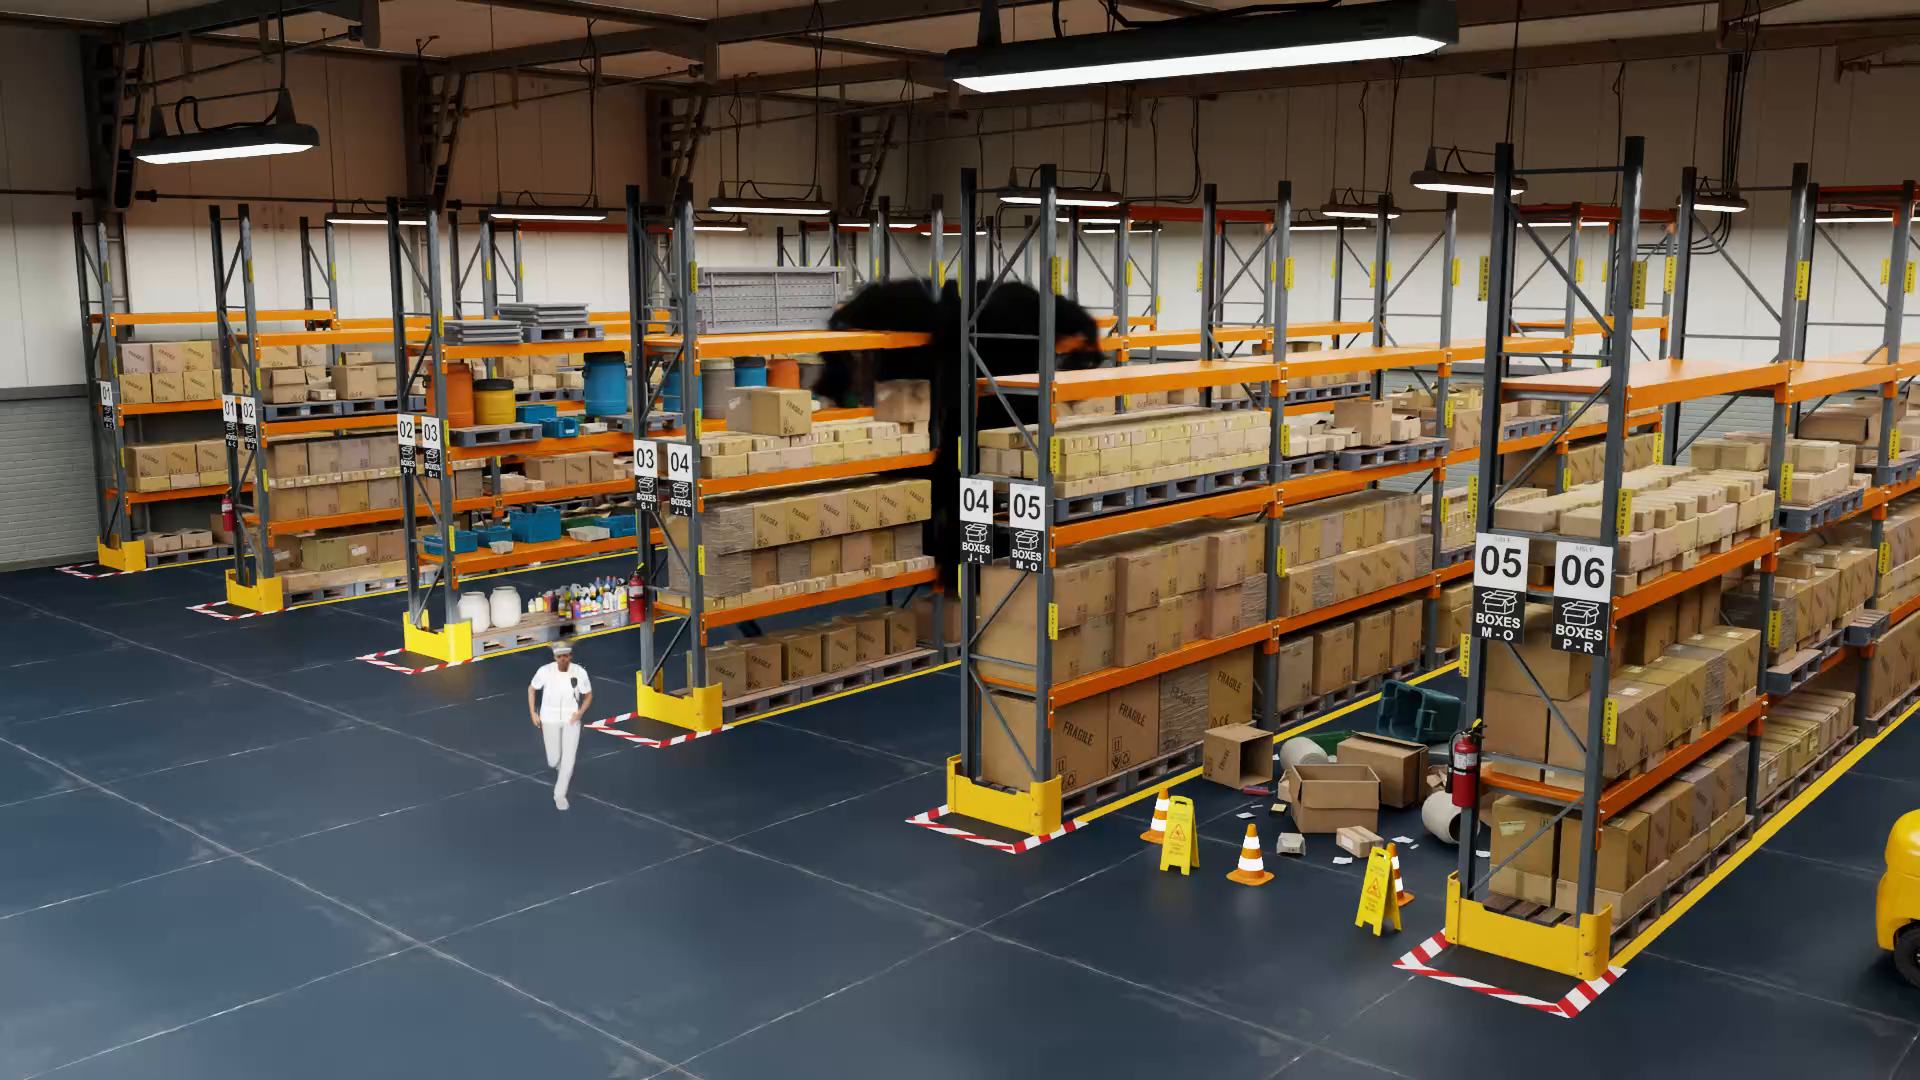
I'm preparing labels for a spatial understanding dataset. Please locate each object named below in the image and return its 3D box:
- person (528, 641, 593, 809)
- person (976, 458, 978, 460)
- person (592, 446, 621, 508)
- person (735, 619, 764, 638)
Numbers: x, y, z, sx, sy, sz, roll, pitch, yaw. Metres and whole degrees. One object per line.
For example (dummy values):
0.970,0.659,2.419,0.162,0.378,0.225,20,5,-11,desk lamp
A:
-3.844,1.737,16.043,0.605,1.656,0.676,-2,10,-13,person
0.412,-1.907,37.904,0.582,1.644,0.686,-7,12,-38,person
-7.058,-1.124,32.914,0.686,1.780,0.876,6,11,30,person
-2.770,0.782,21.746,0.667,1.604,0.508,-9,13,-43,person
